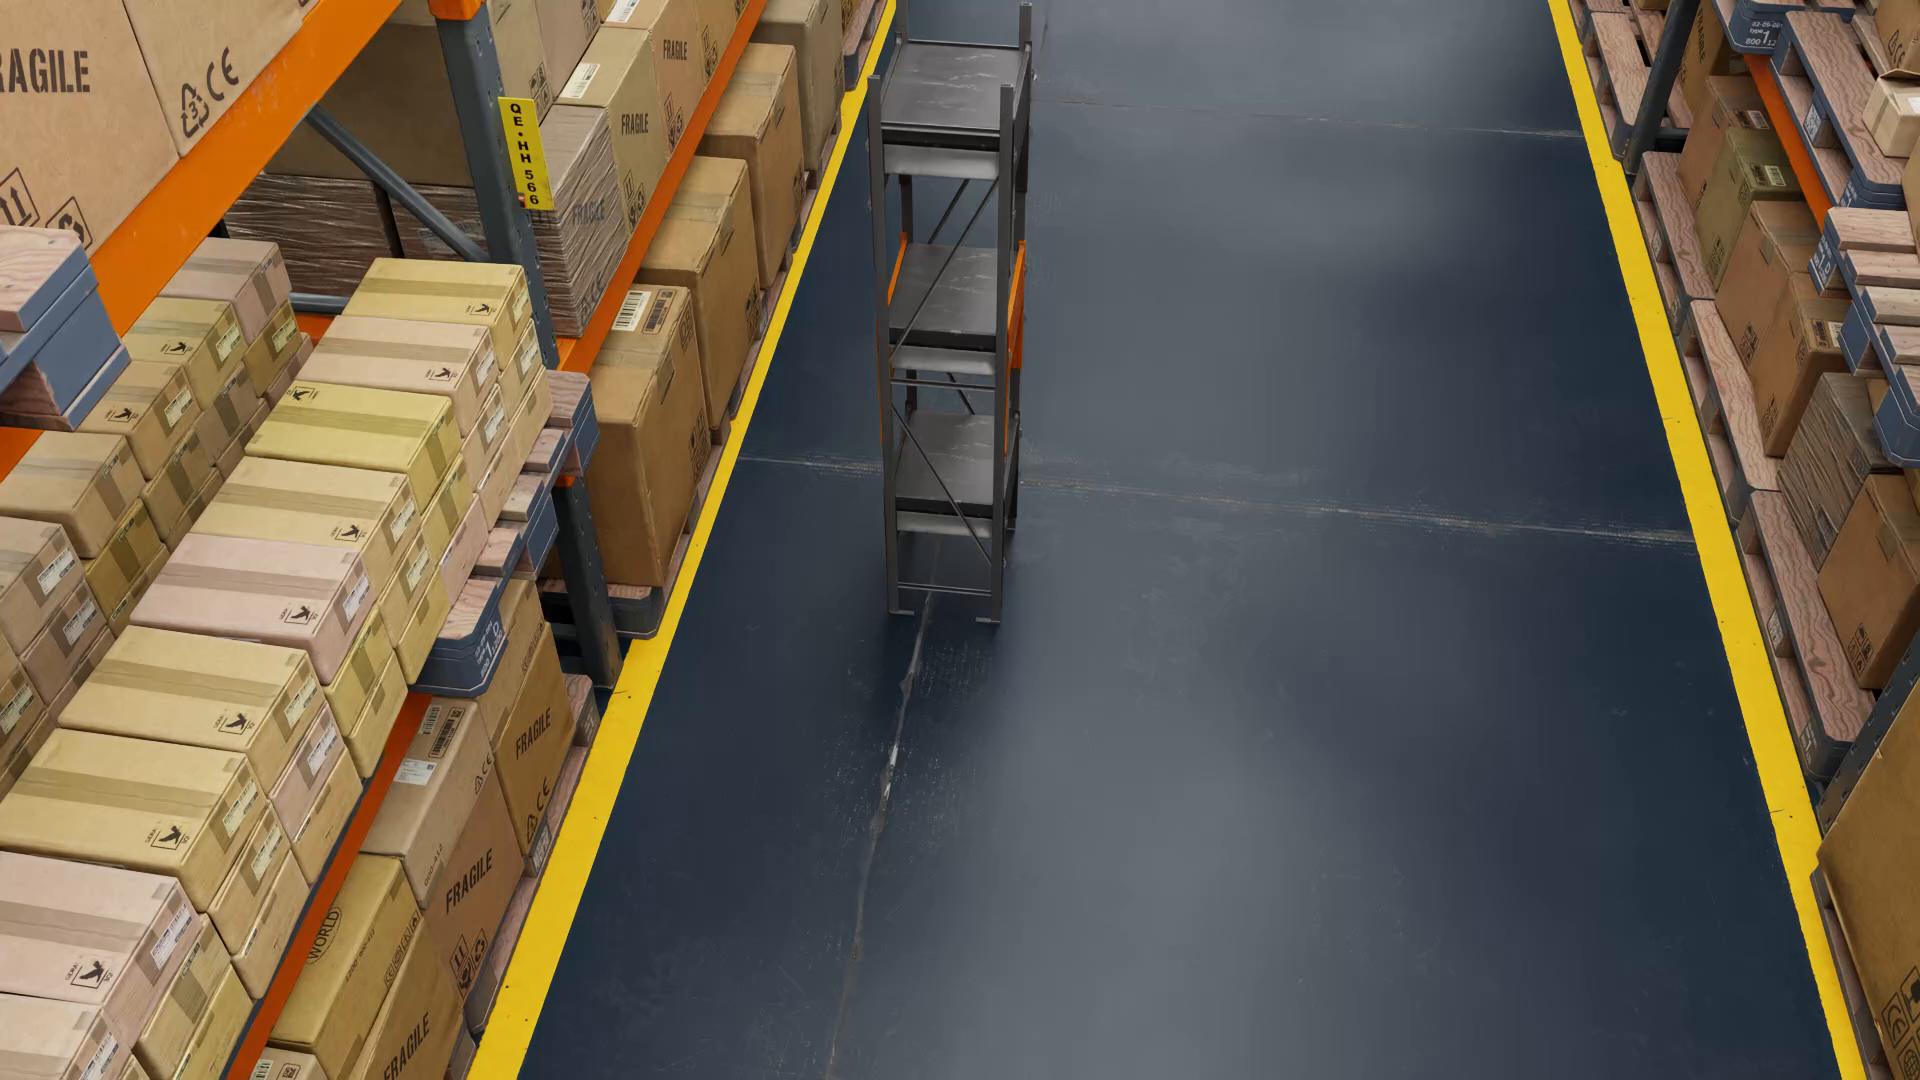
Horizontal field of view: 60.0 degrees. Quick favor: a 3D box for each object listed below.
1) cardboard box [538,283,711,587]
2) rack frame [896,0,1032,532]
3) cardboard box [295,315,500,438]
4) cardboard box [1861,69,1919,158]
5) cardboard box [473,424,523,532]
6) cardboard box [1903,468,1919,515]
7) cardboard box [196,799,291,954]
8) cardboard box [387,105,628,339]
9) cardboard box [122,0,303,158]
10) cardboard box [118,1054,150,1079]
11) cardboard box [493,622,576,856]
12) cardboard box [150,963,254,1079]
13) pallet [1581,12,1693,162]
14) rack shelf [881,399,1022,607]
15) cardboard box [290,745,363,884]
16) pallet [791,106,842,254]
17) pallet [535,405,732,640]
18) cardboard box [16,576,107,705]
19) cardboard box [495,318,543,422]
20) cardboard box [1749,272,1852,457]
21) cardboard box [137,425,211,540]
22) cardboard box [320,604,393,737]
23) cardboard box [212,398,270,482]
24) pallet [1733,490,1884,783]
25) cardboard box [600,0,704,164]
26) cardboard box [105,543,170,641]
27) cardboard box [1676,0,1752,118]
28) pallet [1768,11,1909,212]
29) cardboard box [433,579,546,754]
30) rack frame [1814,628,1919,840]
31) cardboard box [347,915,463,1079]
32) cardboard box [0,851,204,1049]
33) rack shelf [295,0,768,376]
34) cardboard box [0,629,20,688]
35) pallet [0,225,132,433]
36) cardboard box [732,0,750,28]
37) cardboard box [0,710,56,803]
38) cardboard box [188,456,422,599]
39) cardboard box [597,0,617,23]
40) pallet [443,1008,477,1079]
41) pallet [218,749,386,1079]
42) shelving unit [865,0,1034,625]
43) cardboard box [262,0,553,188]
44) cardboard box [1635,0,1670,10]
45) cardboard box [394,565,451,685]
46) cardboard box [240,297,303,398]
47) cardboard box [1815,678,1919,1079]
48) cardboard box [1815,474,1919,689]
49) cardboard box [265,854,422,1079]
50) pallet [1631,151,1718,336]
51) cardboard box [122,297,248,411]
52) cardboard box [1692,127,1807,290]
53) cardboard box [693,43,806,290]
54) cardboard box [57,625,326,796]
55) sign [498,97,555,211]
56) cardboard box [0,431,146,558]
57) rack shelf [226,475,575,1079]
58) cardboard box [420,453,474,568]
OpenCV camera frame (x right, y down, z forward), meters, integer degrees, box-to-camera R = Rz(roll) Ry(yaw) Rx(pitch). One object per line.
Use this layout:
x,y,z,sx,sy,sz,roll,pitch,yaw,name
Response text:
-1.505,-0.400,5.821,1.050,0.750,0.750,5,44,5,cardboard box
0.010,-0.816,5.585,0.400,2.100,0.015,5,44,6,rack frame
-1.320,-0.388,3.923,0.380,0.149,0.250,5,44,5,cardboard box
3.181,-1.402,5.342,0.396,0.266,0.258,4,44,4,cardboard box
-1.319,-0.172,4.127,0.380,0.149,0.250,5,44,5,cardboard box
3.287,-0.121,5.149,0.500,0.250,0.500,7,44,7,cardboard box
-1.491,0.607,3.088,0.380,0.149,0.250,4,44,5,cardboard box
-1.348,-0.975,5.025,0.500,0.500,0.500,6,44,6,cardboard box
-1.551,-1.029,2.900,0.500,0.500,0.500,5,44,6,cardboard box
-1.562,0.959,2.717,0.380,0.149,0.250,7,44,7,cardboard box
-1.502,0.570,4.979,0.500,0.500,0.500,5,44,5,cardboard box
-1.528,0.890,3.005,0.380,0.149,0.250,5,44,5,cardboard box
3.811,-2.312,8.538,1.003,0.211,1.213,5,44,6,pallet
-0.022,-0.131,5.900,0.431,0.518,0.480,5,44,6,rack shelf
-1.459,0.533,3.383,0.380,0.149,0.250,6,44,7,cardboard box
-1.173,-1.838,8.038,1.003,0.211,1.213,5,44,6,pallet
-1.496,-0.175,6.281,1.003,0.211,1.213,5,44,6,pallet
-2.070,0.193,3.525,0.380,0.149,0.250,5,44,6,cardboard box
-1.289,-0.448,4.203,0.380,0.149,0.250,6,44,6,cardboard box
3.426,-0.614,6.215,0.700,0.500,0.500,9,44,9,cardboard box
-2.003,-0.148,3.886,0.380,0.149,0.250,4,44,4,cardboard box
-1.423,0.253,3.462,0.380,0.149,0.250,5,44,5,cardboard box
-1.969,-0.249,4.209,0.380,0.149,0.250,7,44,8,cardboard box
3.333,0.343,5.735,1.003,0.211,1.213,5,44,6,pallet
-1.216,-1.665,5.755,0.500,0.500,0.500,5,44,5,cardboard box
-2.039,0.119,3.820,0.380,0.149,0.250,7,44,7,cardboard box
3.850,-2.377,8.092,0.500,0.500,0.500,4,44,4,cardboard box
3.450,-1.421,5.708,1.003,0.211,1.213,5,44,6,pallet
-1.505,0.316,4.702,0.500,0.250,0.500,4,44,5,cardboard box
3.229,-0.138,4.214,1.000,3.000,0.127,5,44,6,rack frame
-1.629,1.286,4.223,0.500,0.500,0.500,3,44,4,cardboard box
-1.525,0.684,2.791,0.380,0.149,0.250,7,44,7,cardboard box
-1.410,-1.759,6.449,1.077,0.370,4.000,5,44,6,rack shelf
-2.100,0.259,3.240,0.380,0.149,0.250,6,44,7,cardboard box
-1.882,-0.070,2.098,1.213,0.211,1.003,5,44,6,pallet
-1.083,-2.351,6.478,0.500,0.500,0.500,6,44,6,cardboard box
-2.107,0.472,3.447,0.380,0.149,0.250,6,44,6,cardboard box
-1.387,-0.027,3.542,0.380,0.149,0.250,6,44,7,cardboard box
-1.474,-2.056,5.440,0.700,0.500,0.500,5,44,5,cardboard box
-1.943,1.717,4.283,1.003,0.211,1.213,5,44,6,pallet
-1.896,0.765,3.400,1.003,0.211,1.213,5,44,6,pallet
-0.022,-0.650,5.409,0.431,2.100,0.503,5,44,6,shelving unit
-1.605,-1.362,4.707,0.700,0.500,0.500,5,44,5,cardboard box
3.922,-3.199,8.959,0.500,0.500,0.500,2,43,2,cardboard box
-1.389,0.173,3.763,0.380,0.149,0.250,5,44,5,cardboard box
-1.937,-0.516,4.274,0.380,0.149,0.250,7,44,7,cardboard box
3.117,0.950,4.305,1.225,0.875,0.875,3,44,4,cardboard box
3.297,0.152,5.406,0.700,0.500,0.500,3,44,3,cardboard box
-1.644,1.006,3.973,0.500,0.250,0.500,6,44,6,cardboard box
3.656,-1.320,7.491,1.003,0.211,1.213,5,44,6,pallet
-1.961,-0.454,3.992,0.380,0.149,0.250,4,44,4,cardboard box
3.573,-1.376,7.019,0.700,0.500,0.500,5,44,5,cardboard box
-1.270,-1.631,7.121,1.050,0.750,0.750,5,44,6,cardboard box
-1.458,0.322,3.173,0.380,0.149,0.250,7,44,8,cardboard box
-1.135,-1.006,4.346,0.100,0.325,0.005,5,44,6,sign
-2.033,-0.107,3.626,0.380,0.149,0.250,4,44,4,cardboard box
-1.939,0.967,3.570,1.077,0.370,4.000,5,44,6,rack shelf
-1.354,-0.087,3.821,0.380,0.149,0.250,6,44,7,cardboard box
